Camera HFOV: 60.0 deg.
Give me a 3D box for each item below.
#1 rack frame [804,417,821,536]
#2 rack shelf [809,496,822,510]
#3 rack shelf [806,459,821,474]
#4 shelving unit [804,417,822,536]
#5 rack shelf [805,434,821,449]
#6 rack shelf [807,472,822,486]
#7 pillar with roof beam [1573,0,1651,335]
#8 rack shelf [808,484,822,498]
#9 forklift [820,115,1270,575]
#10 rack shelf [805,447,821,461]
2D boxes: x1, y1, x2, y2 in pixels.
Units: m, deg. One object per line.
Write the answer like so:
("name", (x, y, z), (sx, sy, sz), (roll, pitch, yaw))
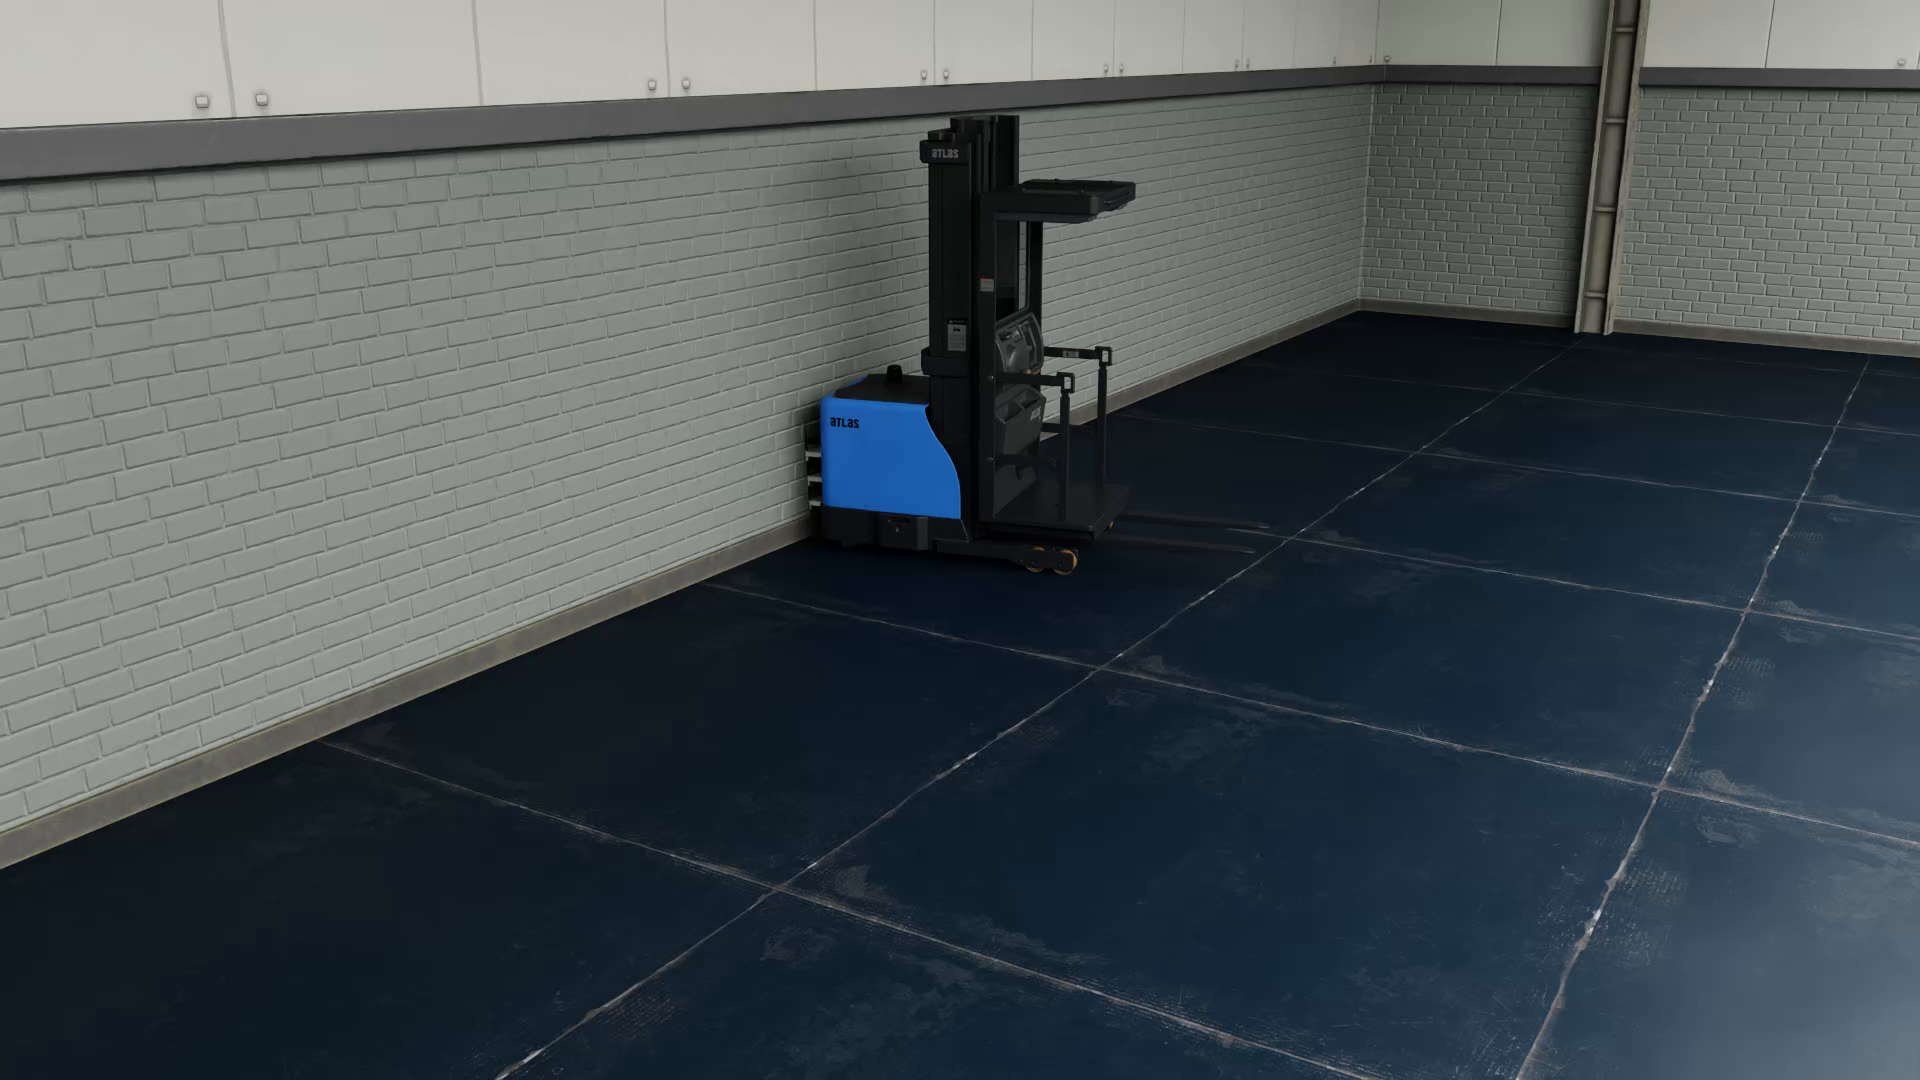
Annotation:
("rack frame", (-1.024, -0.487, 11.953), (0.006, 0.900, 0.240), (8, 19, 32))
("rack shelf", (-0.929, -0.270, 11.958), (0.200, 0.077, 0.258), (8, 19, 32))
("rack shelf", (-0.941, -0.530, 11.884), (0.200, 0.077, 0.258), (8, 19, 32))
("shelving unit", (-0.938, -0.475, 11.899), (0.210, 0.900, 0.258), (8, 19, 32))
("rack shelf", (-0.949, -0.703, 11.834), (0.200, 0.077, 0.258), (8, 19, 32))
("rack shelf", (-0.937, -0.443, 11.908), (0.200, 0.077, 0.258), (8, 19, 32))
("pillar with roof beam", (5.446, -5.772, 15.402), (0.400, 9.000, 9.100), (10, 20, 30))
("rack shelf", (-0.933, -0.357, 11.933), (0.200, 0.077, 0.258), (8, 19, 32))
("forklift", (0.594, -1.343, 11.259), (3.031, 2.935, 1.130), (6, 18, 18))
("rack shelf", (-0.945, -0.616, 11.859), (0.200, 0.077, 0.258), (8, 19, 32))
